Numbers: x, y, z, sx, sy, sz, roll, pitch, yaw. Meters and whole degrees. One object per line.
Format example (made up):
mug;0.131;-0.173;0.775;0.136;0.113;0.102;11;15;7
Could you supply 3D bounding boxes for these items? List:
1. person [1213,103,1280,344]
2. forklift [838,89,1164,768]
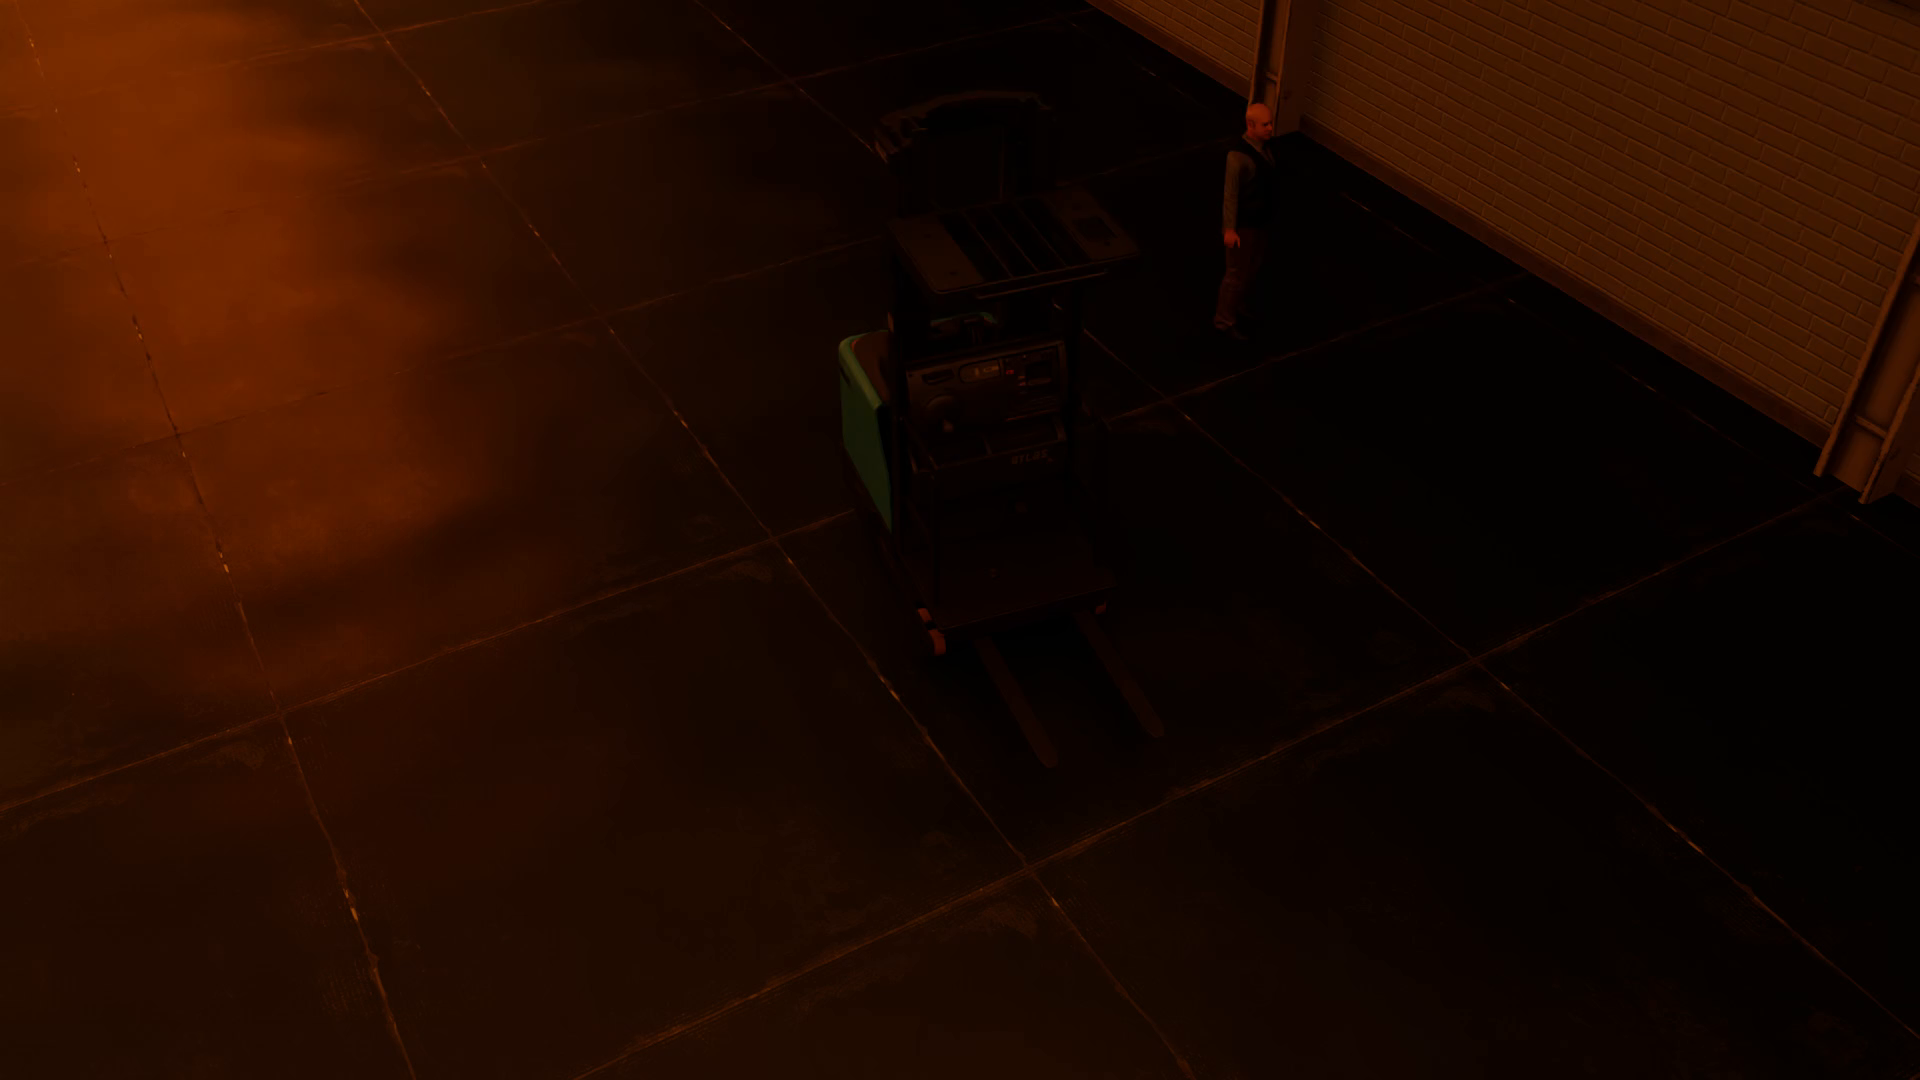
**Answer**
person;2.033;-2.240;11.686;0.387;1.725;0.580;20;44;22
forklift;0.232;-0.762;8.955;1.130;2.935;3.031;-13;42;-16
